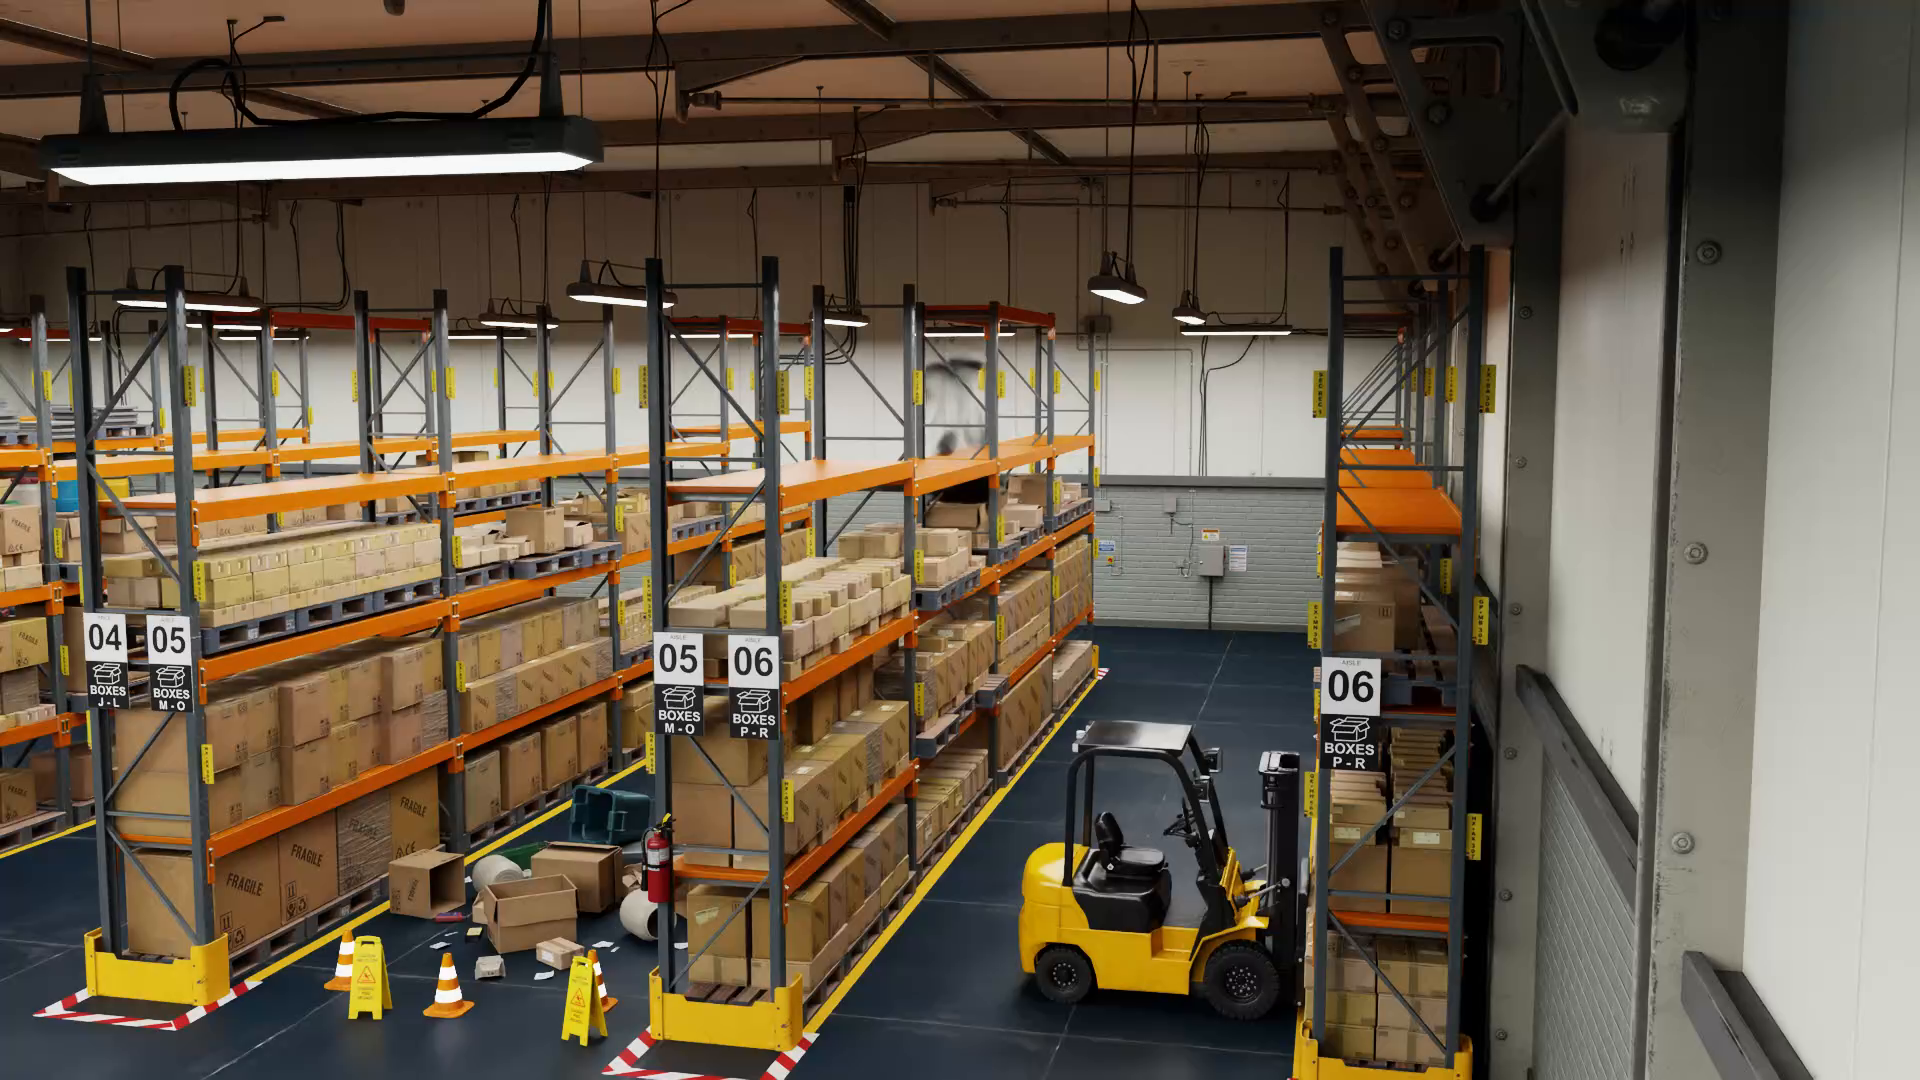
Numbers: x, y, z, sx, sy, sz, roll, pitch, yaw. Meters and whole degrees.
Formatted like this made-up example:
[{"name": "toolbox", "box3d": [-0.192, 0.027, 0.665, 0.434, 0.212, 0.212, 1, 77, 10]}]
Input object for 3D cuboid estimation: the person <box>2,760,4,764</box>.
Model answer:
[{"name": "person", "box3d": [-12.326, 2.157, 20.914, 0.662, 1.835, 0.816, 0, 6, 3]}]
